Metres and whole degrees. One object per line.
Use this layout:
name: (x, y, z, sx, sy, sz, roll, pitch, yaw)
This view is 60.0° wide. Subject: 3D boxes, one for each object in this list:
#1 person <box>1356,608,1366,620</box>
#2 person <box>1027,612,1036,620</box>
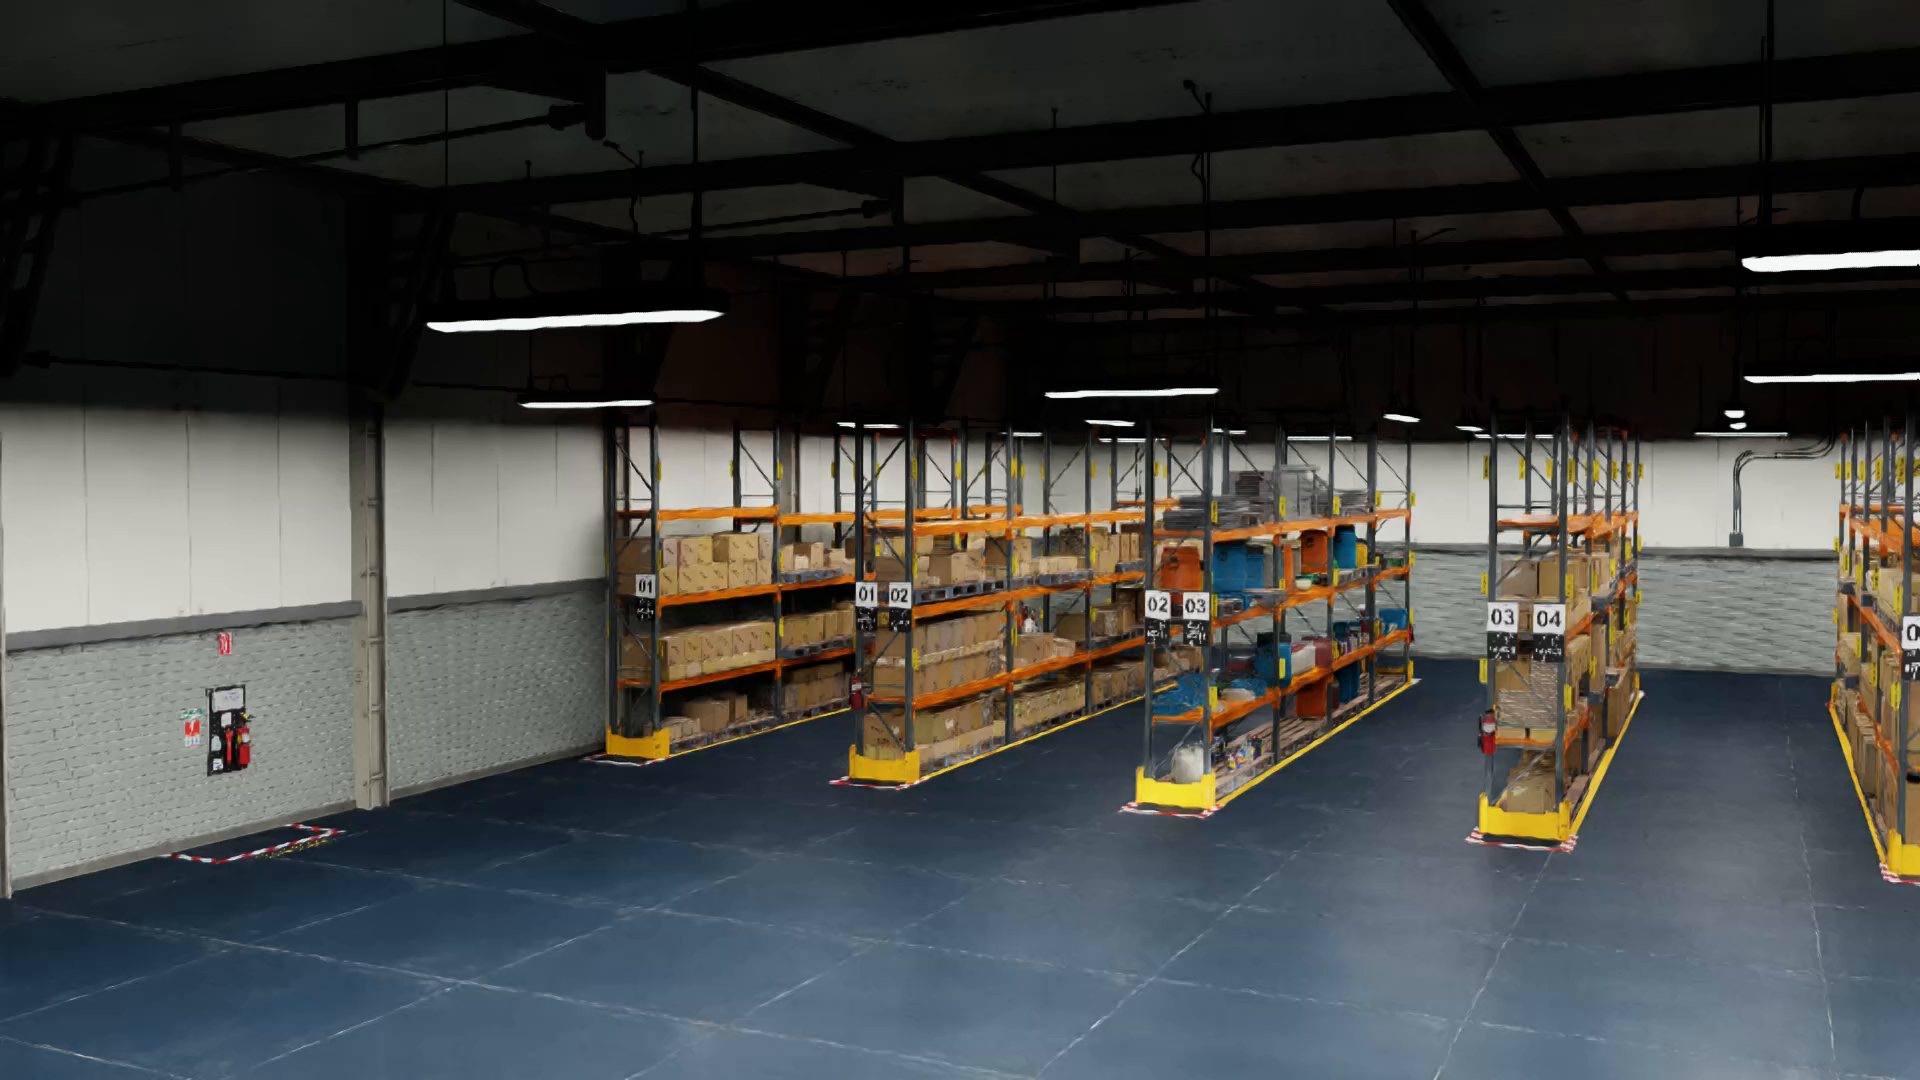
person: (9.891, 2.438, 40.788, 0.961, 1.703, 0.606, -2, 3, -41)
person: (1.661, 2.135, 39.017, 0.255, 1.043, 0.609, 0, 2, 4)
